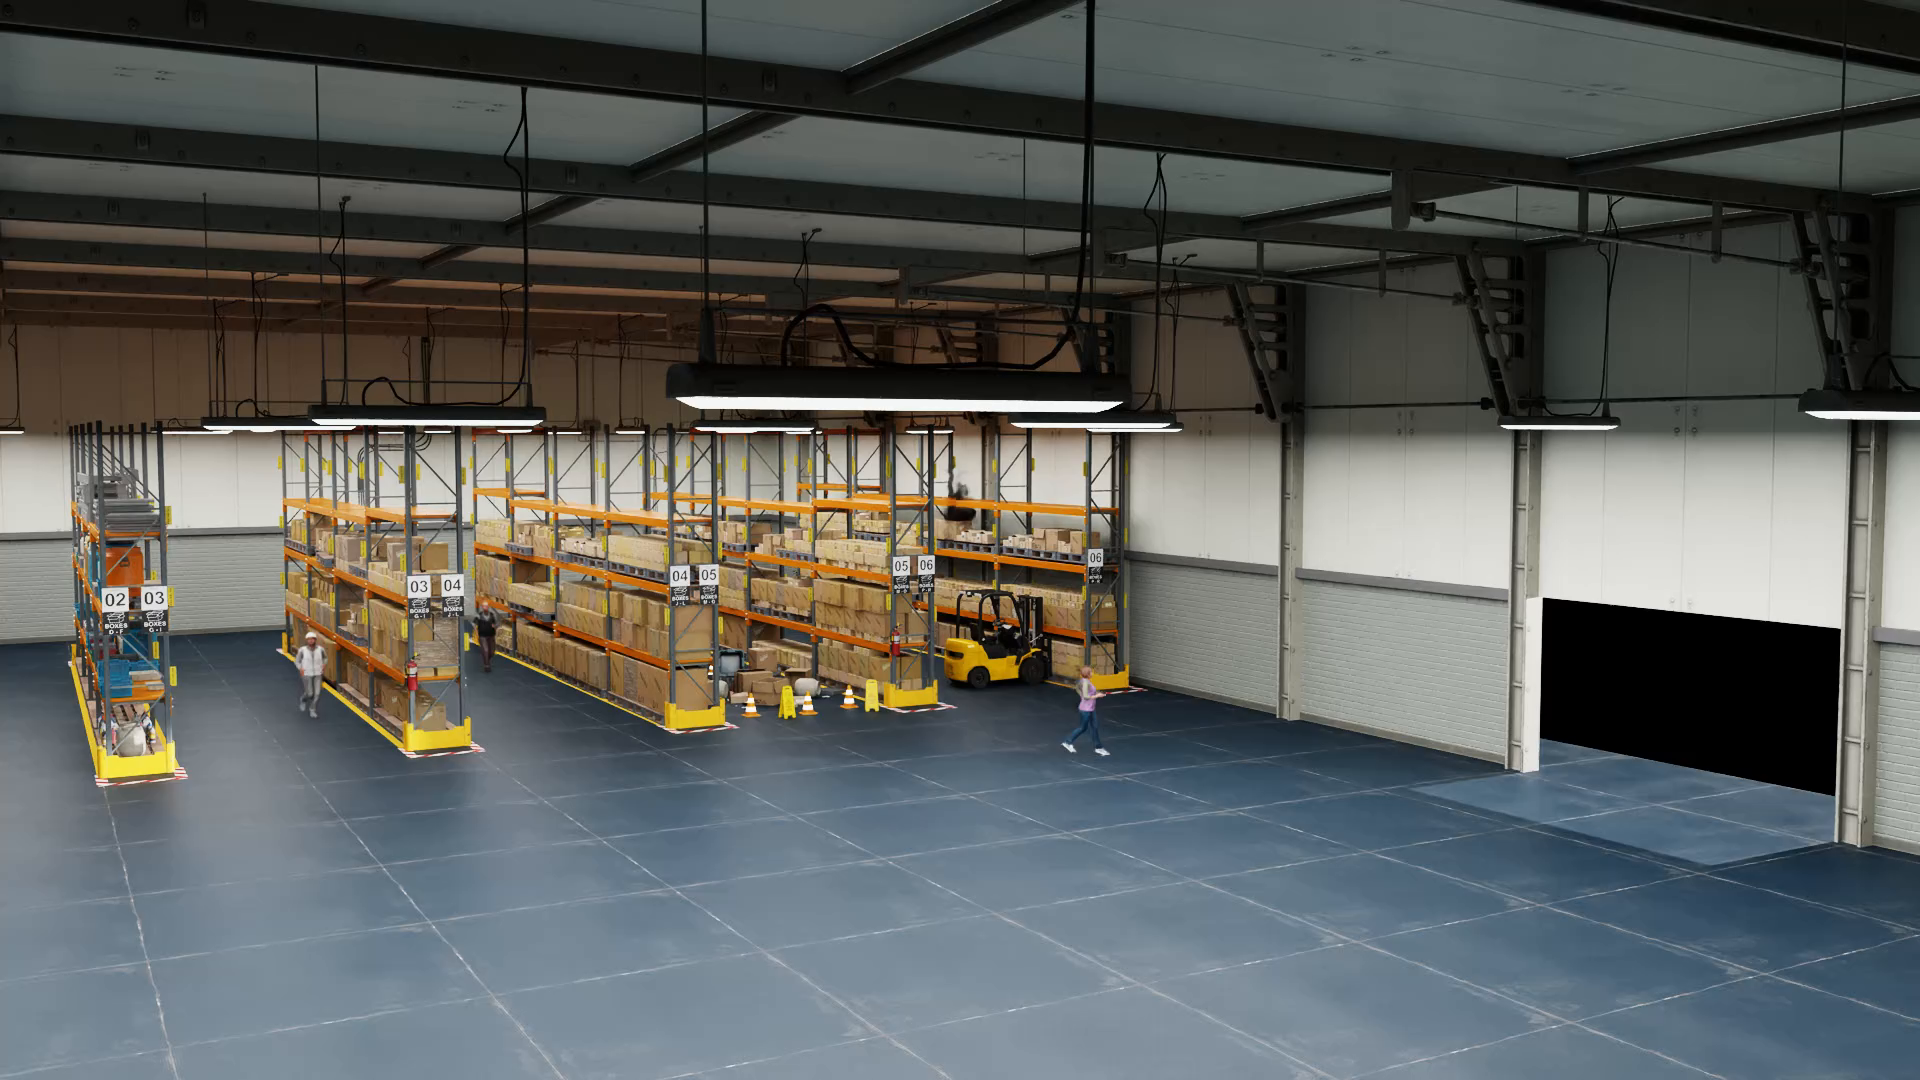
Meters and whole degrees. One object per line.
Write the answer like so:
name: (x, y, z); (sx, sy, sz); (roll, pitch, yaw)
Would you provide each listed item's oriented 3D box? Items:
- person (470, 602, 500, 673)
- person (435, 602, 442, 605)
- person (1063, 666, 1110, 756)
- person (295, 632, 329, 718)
person: (-11.562, 2.363, 40.571); (0.668, 1.698, 0.897); (-2, 4, -30)
person: (-12.825, 2.304, 40.899); (0.710, 1.747, 0.968); (-2, 4, -34)
person: (2.260, 3.104, 29.765); (0.838, 1.512, 0.531); (1, 4, 13)
person: (-13.271, 2.755, 34.102); (0.656, 1.746, 0.627); (-2, 4, -32)
